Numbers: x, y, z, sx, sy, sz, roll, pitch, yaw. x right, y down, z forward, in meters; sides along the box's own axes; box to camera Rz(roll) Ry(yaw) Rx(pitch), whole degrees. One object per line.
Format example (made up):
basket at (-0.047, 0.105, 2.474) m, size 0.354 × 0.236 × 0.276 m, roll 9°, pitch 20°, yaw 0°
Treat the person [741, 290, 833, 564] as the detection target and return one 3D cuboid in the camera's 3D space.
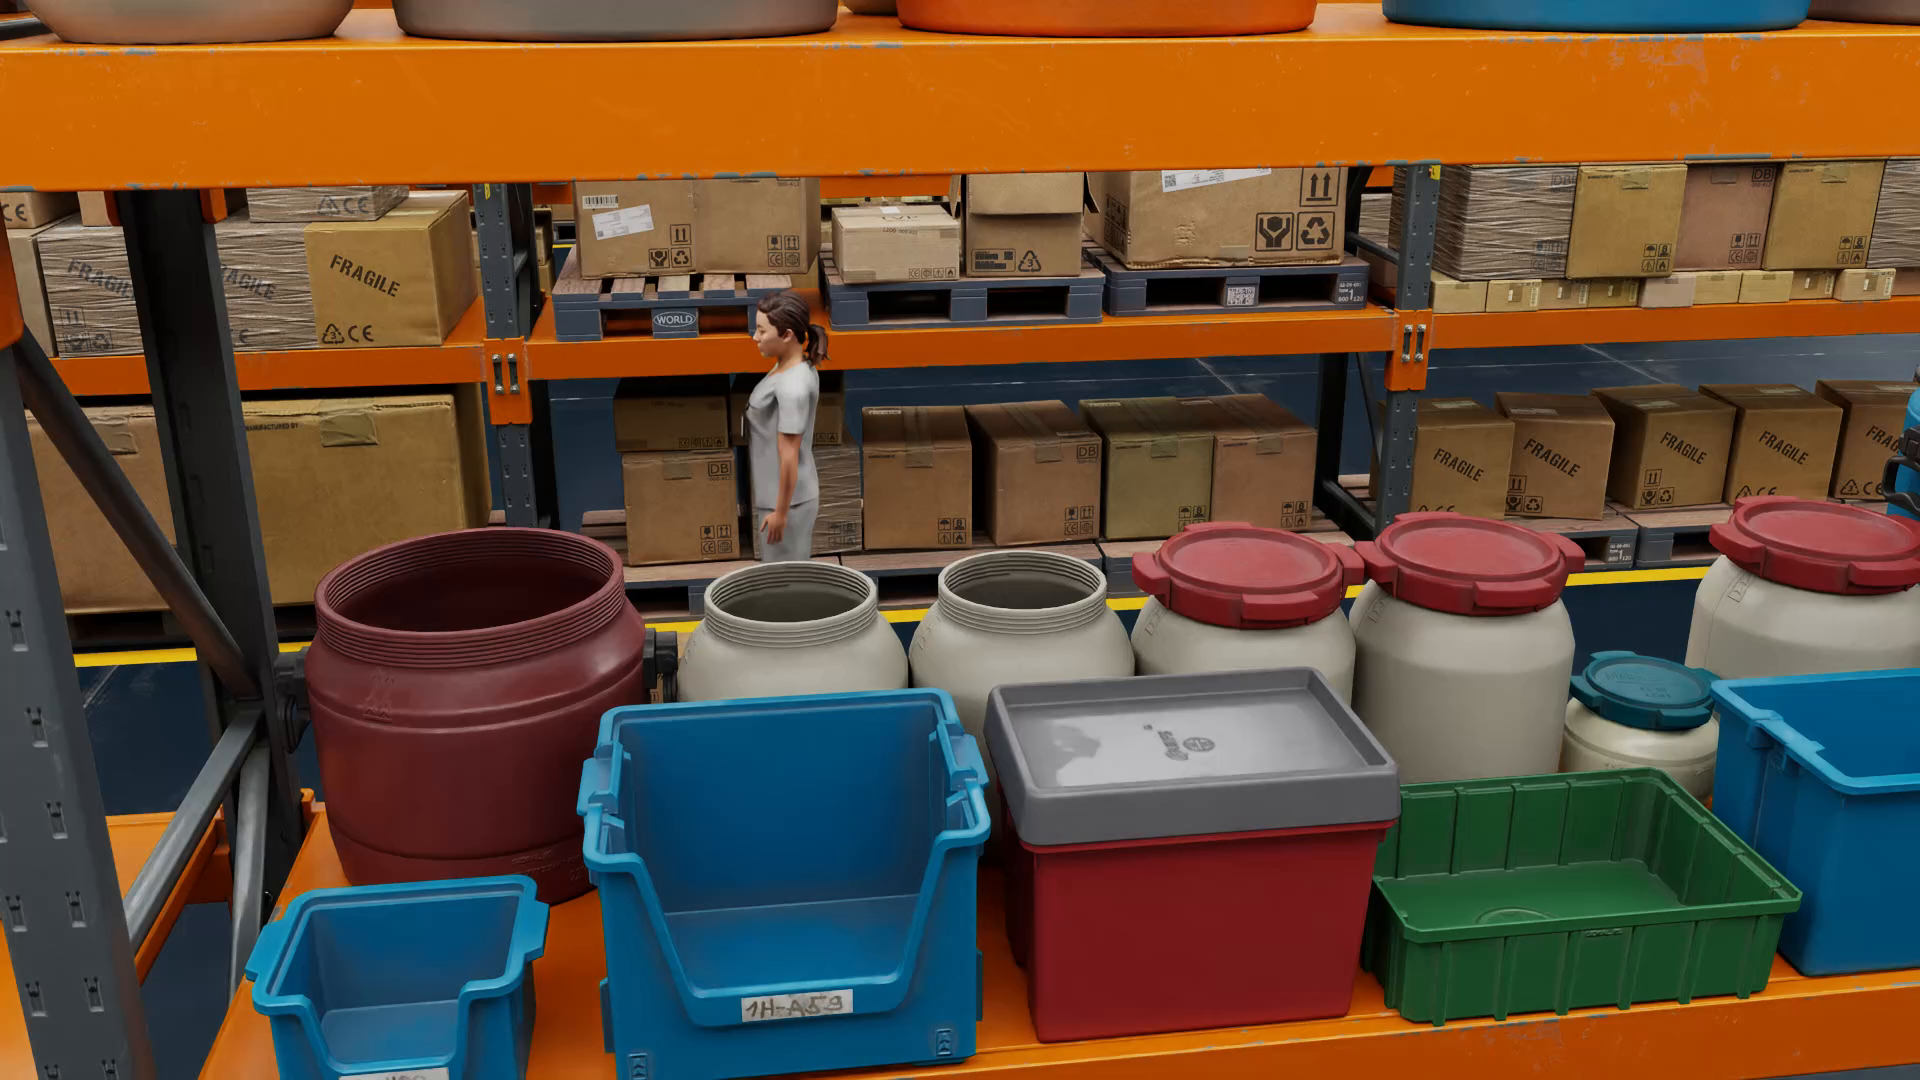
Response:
person at (-0.662, -0.144, 6.495) m, size 0.362 × 1.681 × 0.438 m, roll -2°, pitch 20°, yaw -7°
